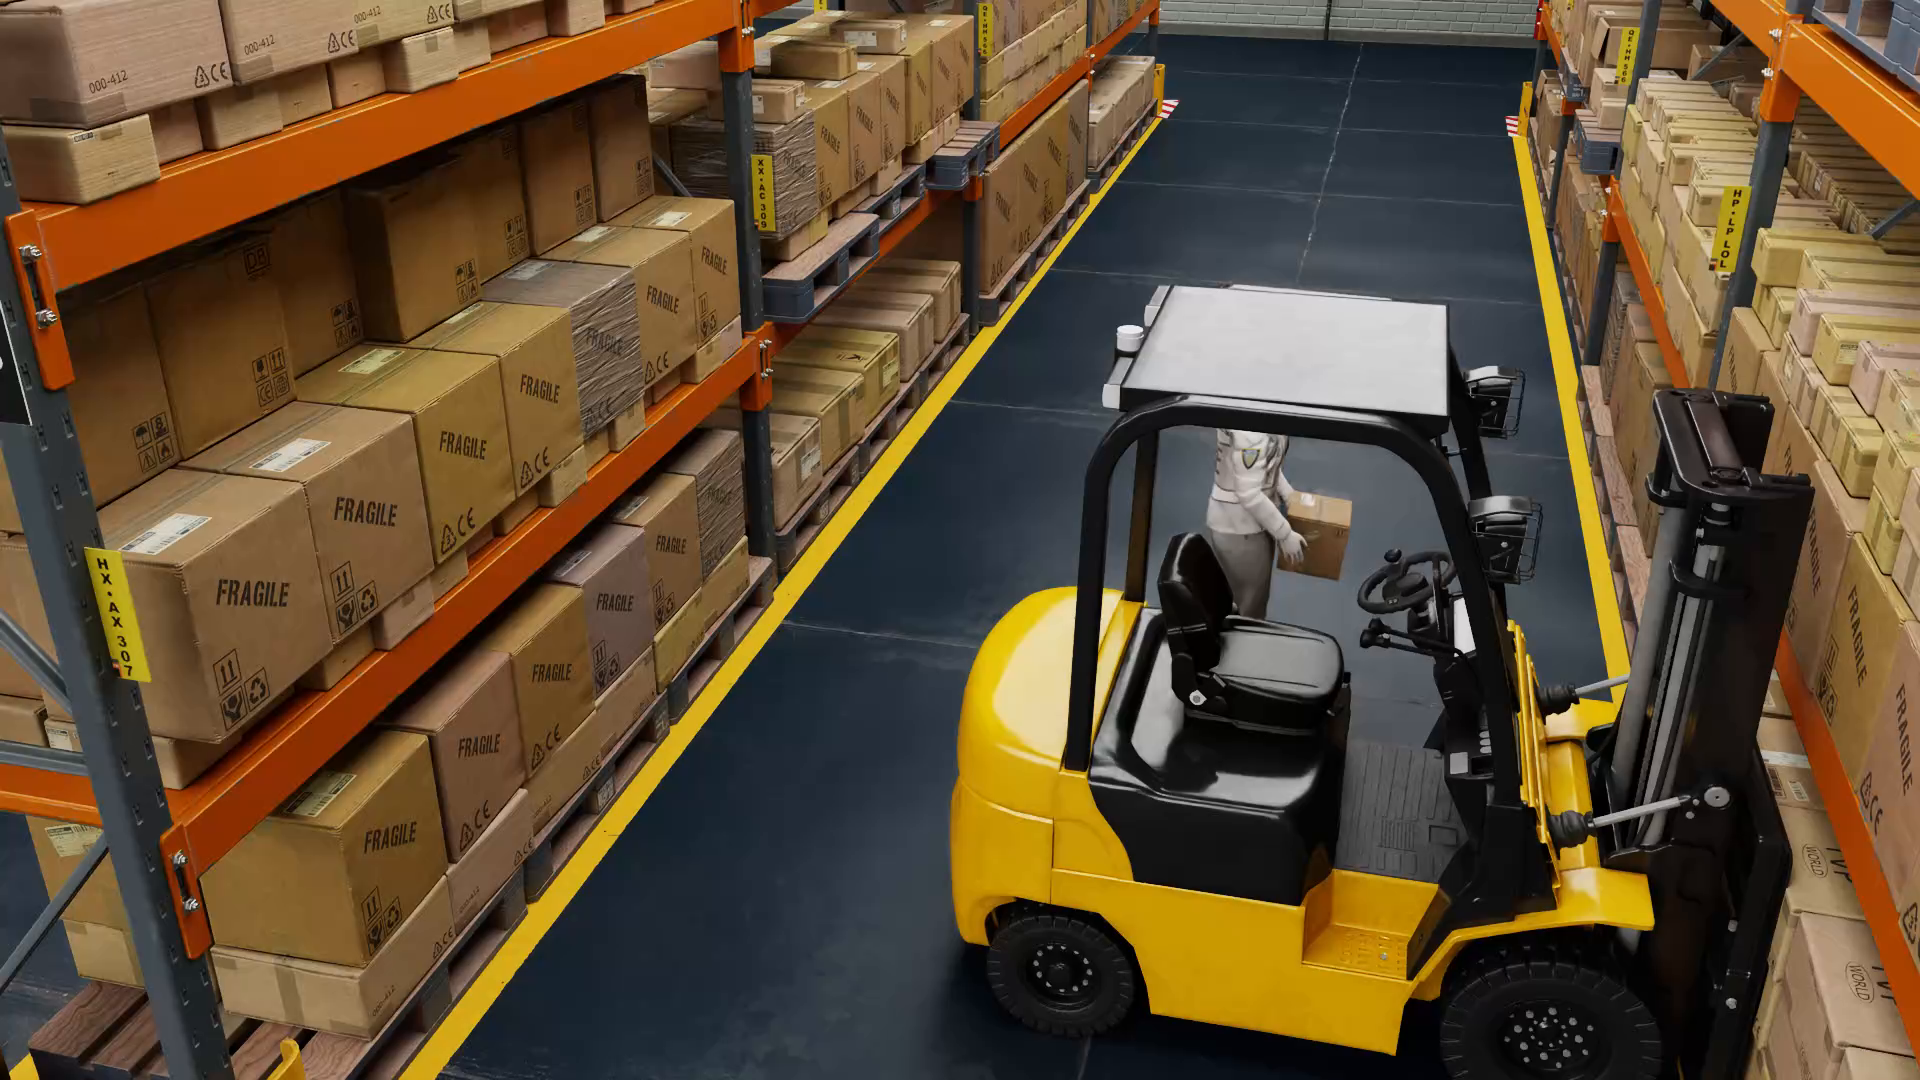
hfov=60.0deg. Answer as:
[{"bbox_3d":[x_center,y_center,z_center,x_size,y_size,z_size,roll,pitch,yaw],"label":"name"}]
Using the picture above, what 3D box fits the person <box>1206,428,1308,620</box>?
[{"bbox_3d":[1.197,-0.052,6.691,0.411,1.684,0.500,6,26,12],"label":"person"}]
